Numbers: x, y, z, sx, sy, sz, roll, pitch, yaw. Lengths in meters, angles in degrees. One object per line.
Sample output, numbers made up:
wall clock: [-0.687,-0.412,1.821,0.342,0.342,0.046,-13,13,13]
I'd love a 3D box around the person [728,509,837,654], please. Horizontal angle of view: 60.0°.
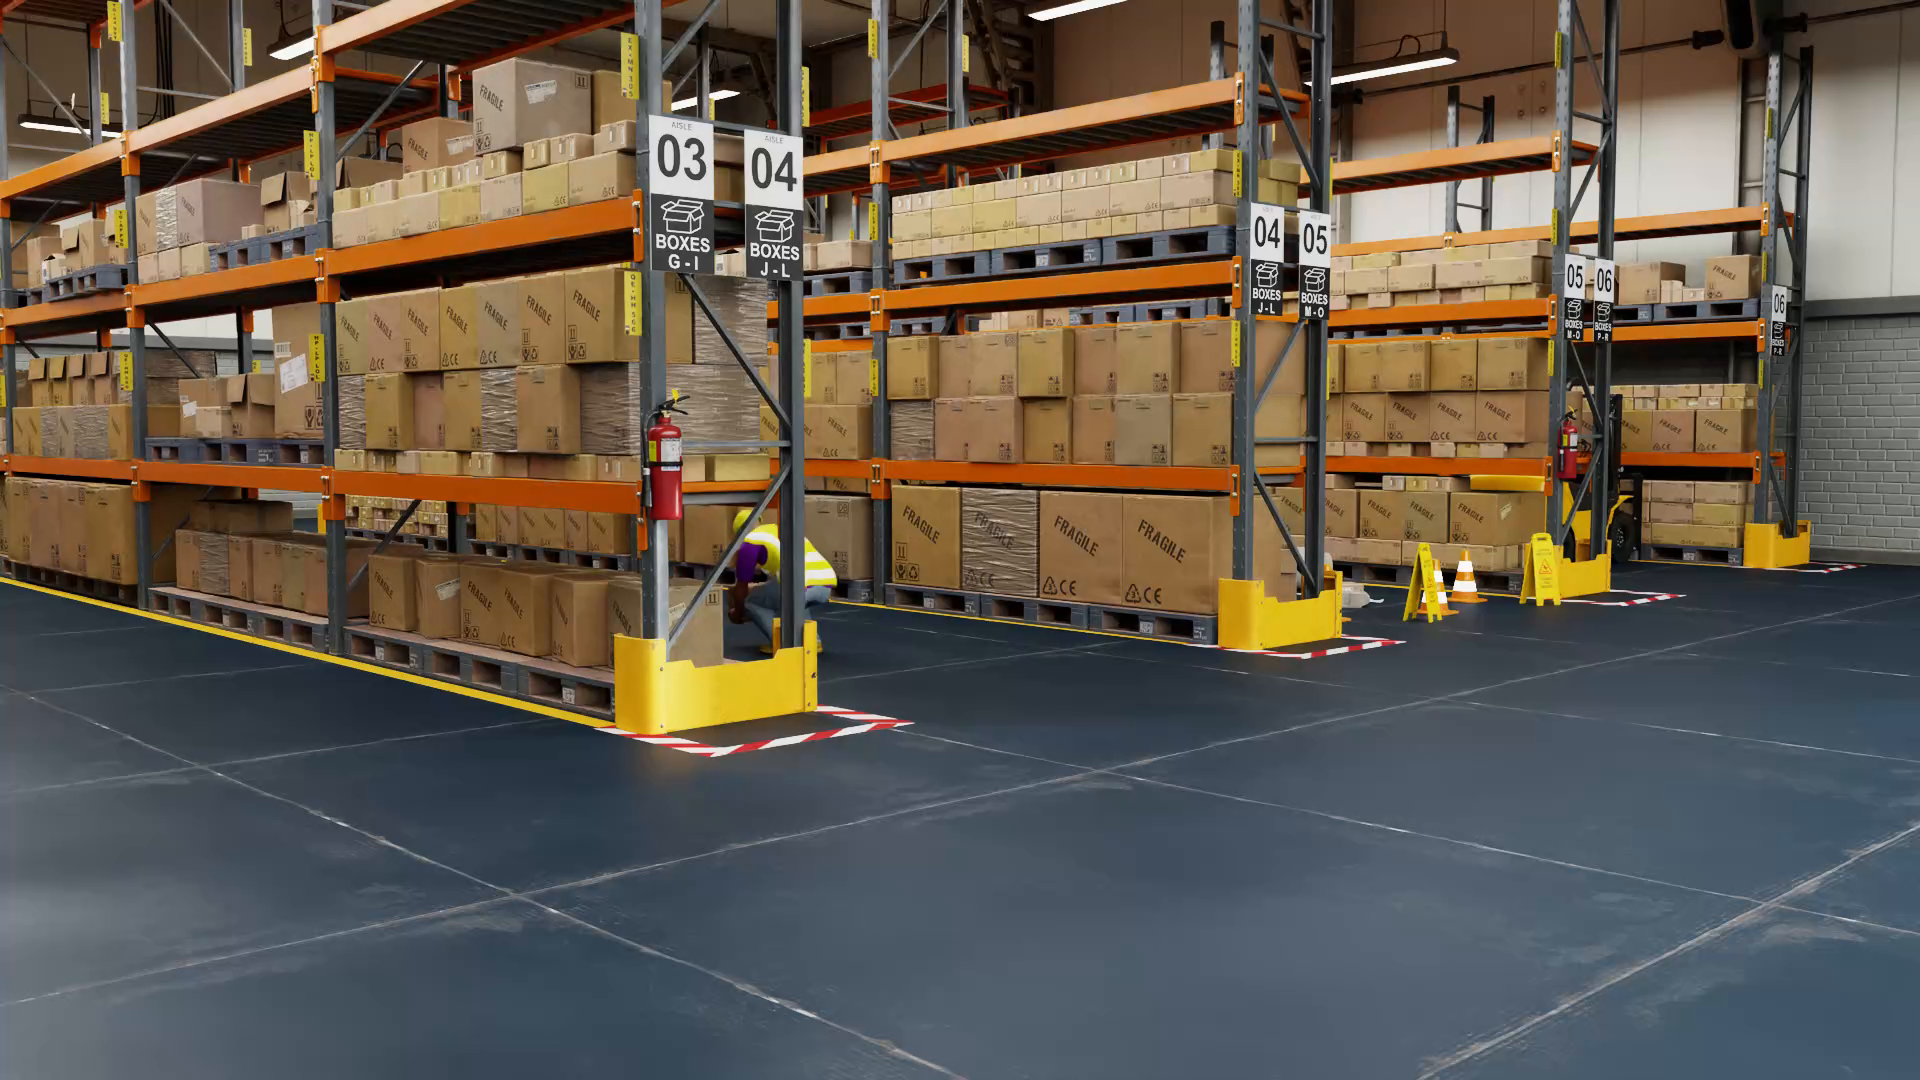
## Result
person: [-1.307,0.298,11.855,0.901,1.012,0.540,4,5,45]
